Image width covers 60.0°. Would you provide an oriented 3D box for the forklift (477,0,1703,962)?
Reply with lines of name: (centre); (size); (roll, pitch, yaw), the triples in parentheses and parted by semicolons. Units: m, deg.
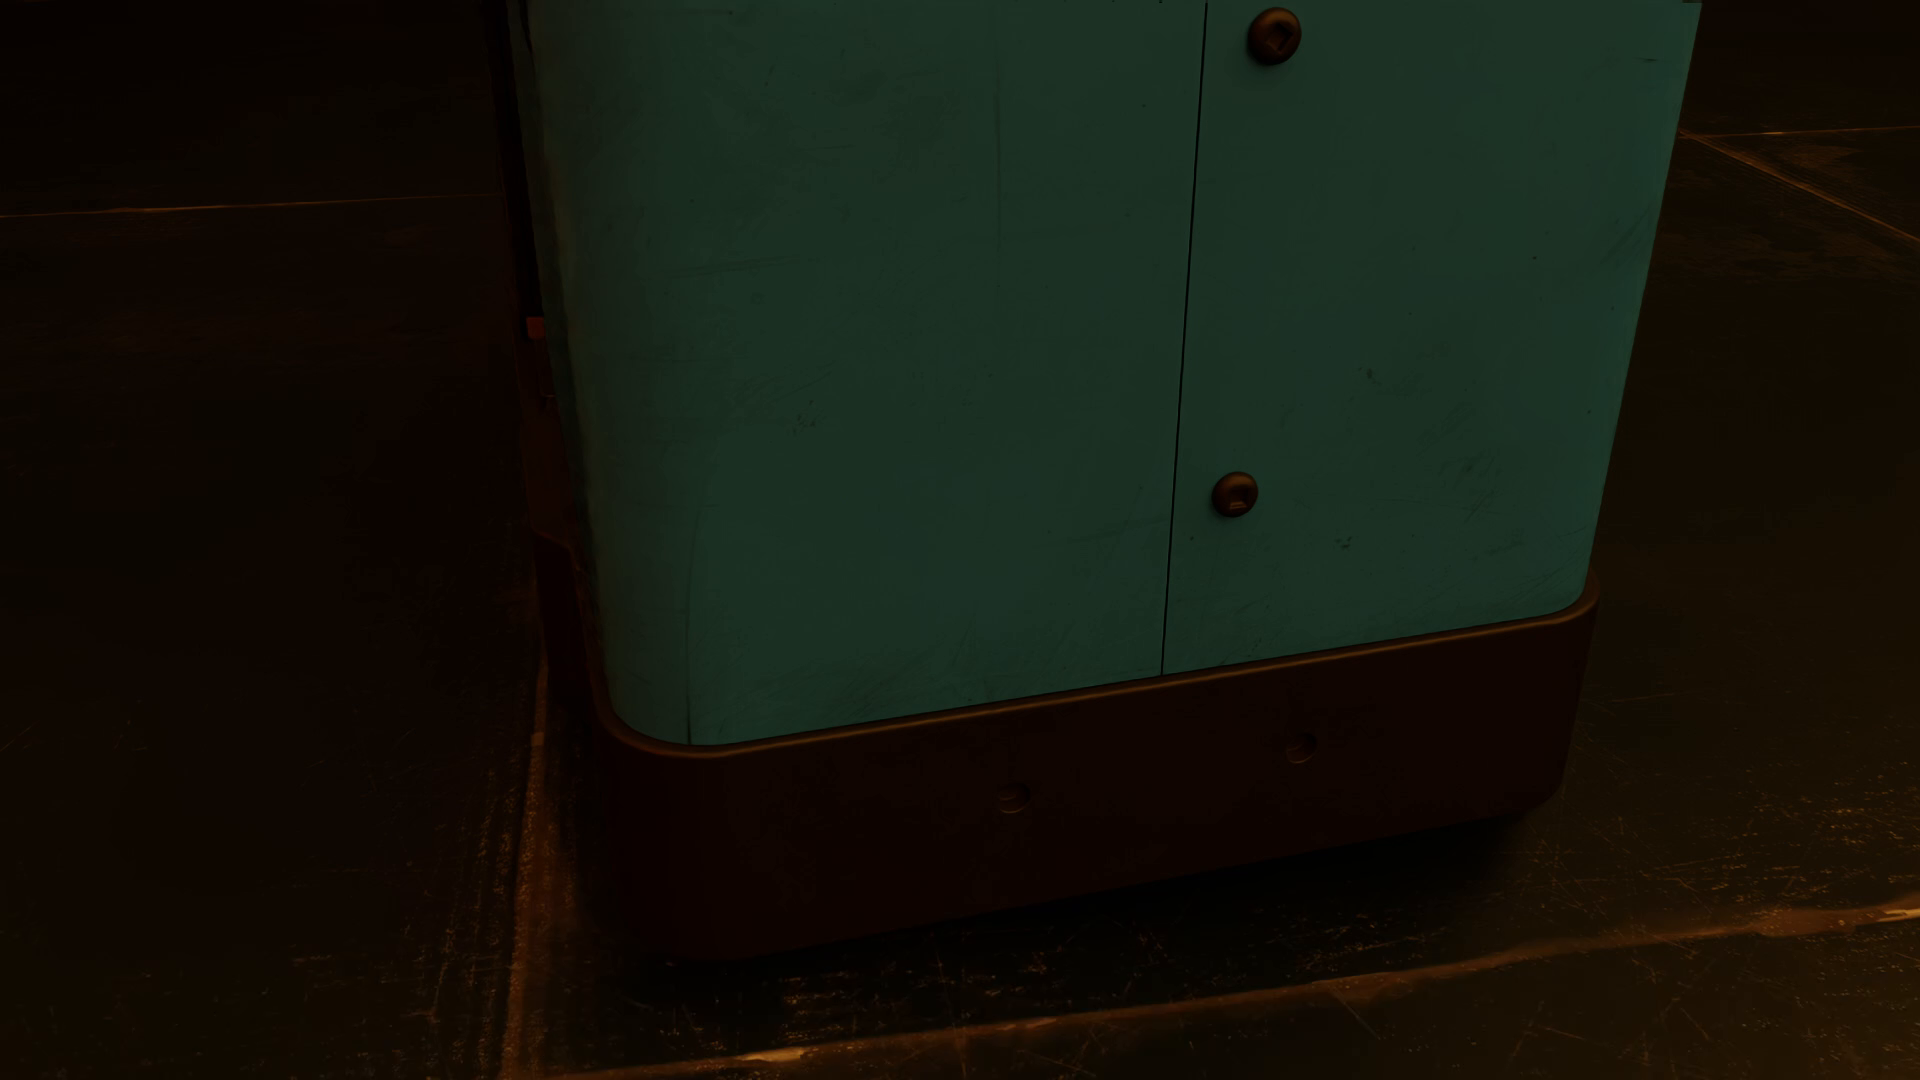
forklift: (-0.217, -1.566, 2.324); (1.130, 2.935, 3.031); (-8, 29, -14)
